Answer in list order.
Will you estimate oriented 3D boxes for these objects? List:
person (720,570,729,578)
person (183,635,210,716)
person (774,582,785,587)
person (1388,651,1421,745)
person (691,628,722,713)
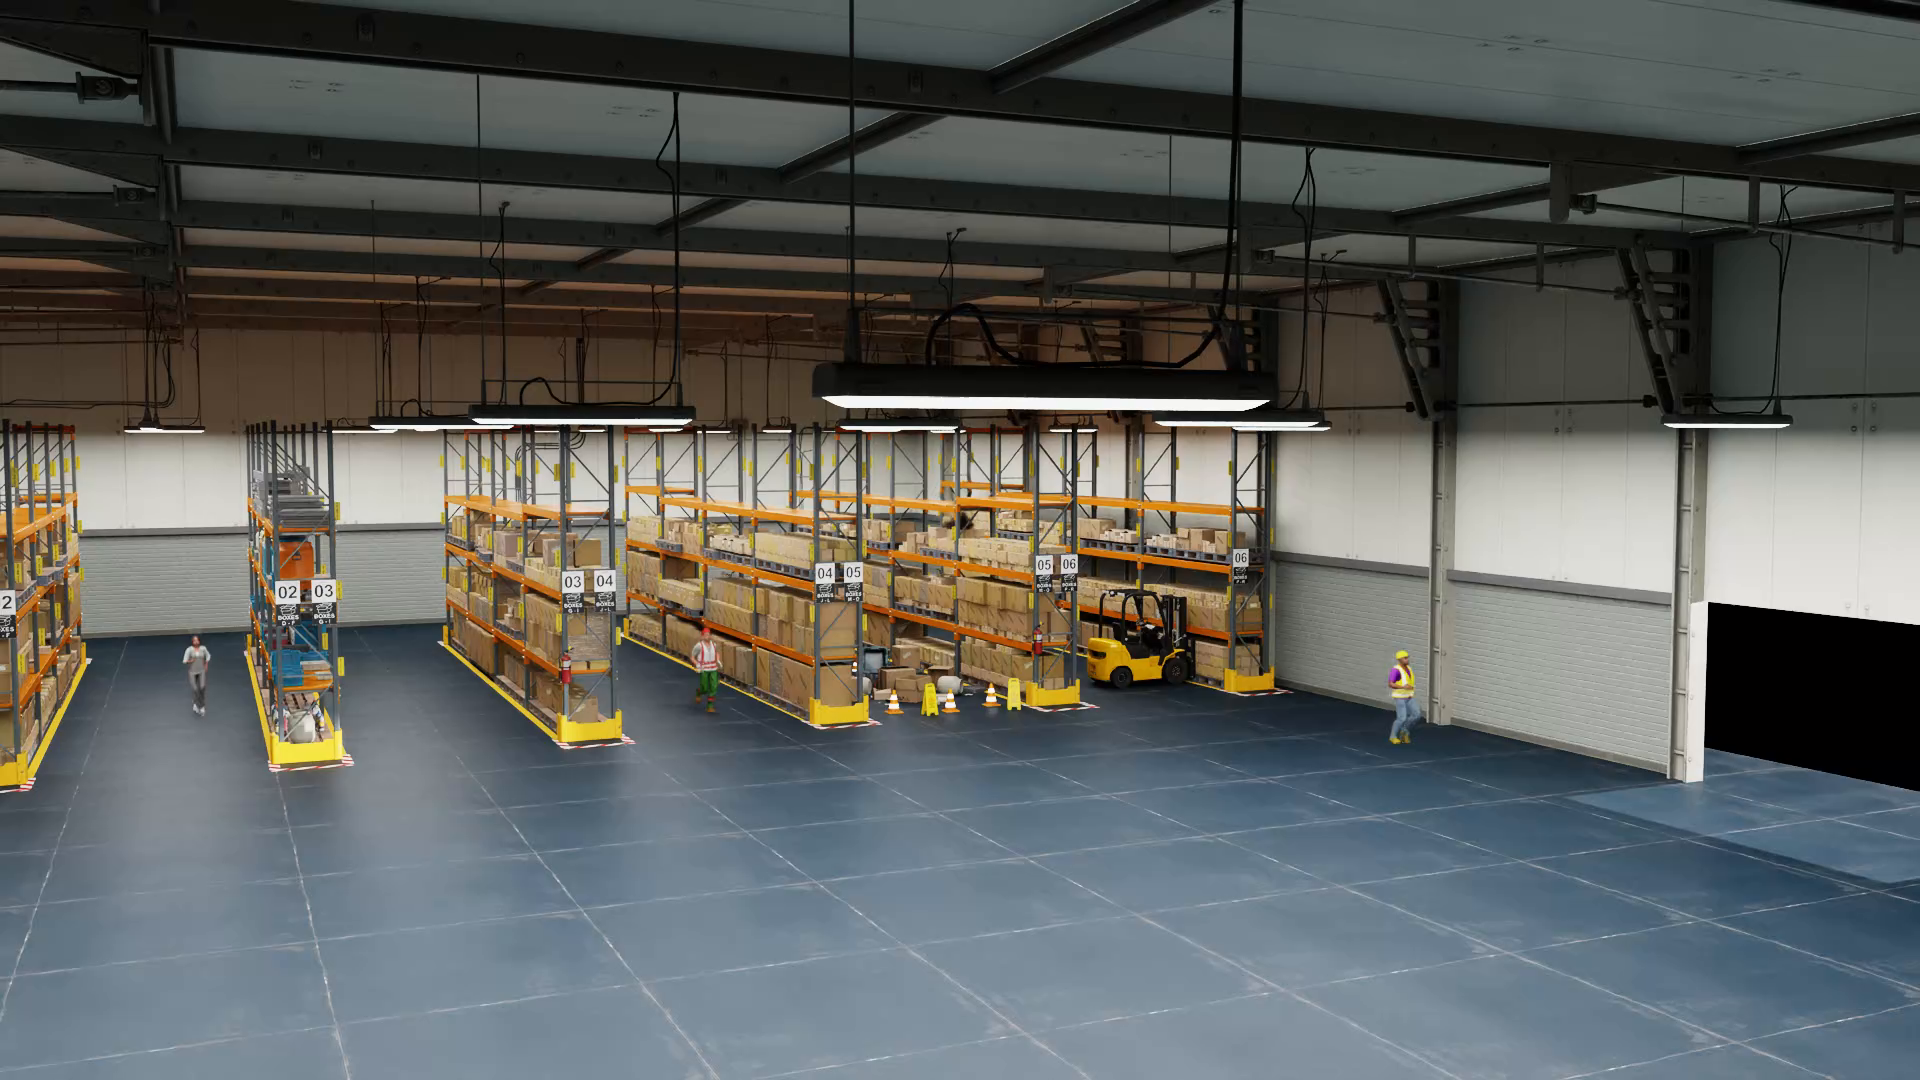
[{"bbox_3d":[-7.132,1.763,49.953,0.666,1.717,0.596,-2,4,-25],"label":"person"},{"bbox_3d":[-15.695,2.771,34.209,0.520,1.635,0.699,-2,4,-27],"label":"person"},{"bbox_3d":[-5.465,1.672,51.014,0.901,1.746,0.727,-1,4,-13],"label":"person"},{"bbox_3d":[8.207,2.920,30.715,0.767,1.758,0.609,-3,4,-37],"label":"person"},{"bbox_3d":[-5.238,2.706,34.507,0.670,1.749,0.773,-2,4,-33],"label":"person"}]
